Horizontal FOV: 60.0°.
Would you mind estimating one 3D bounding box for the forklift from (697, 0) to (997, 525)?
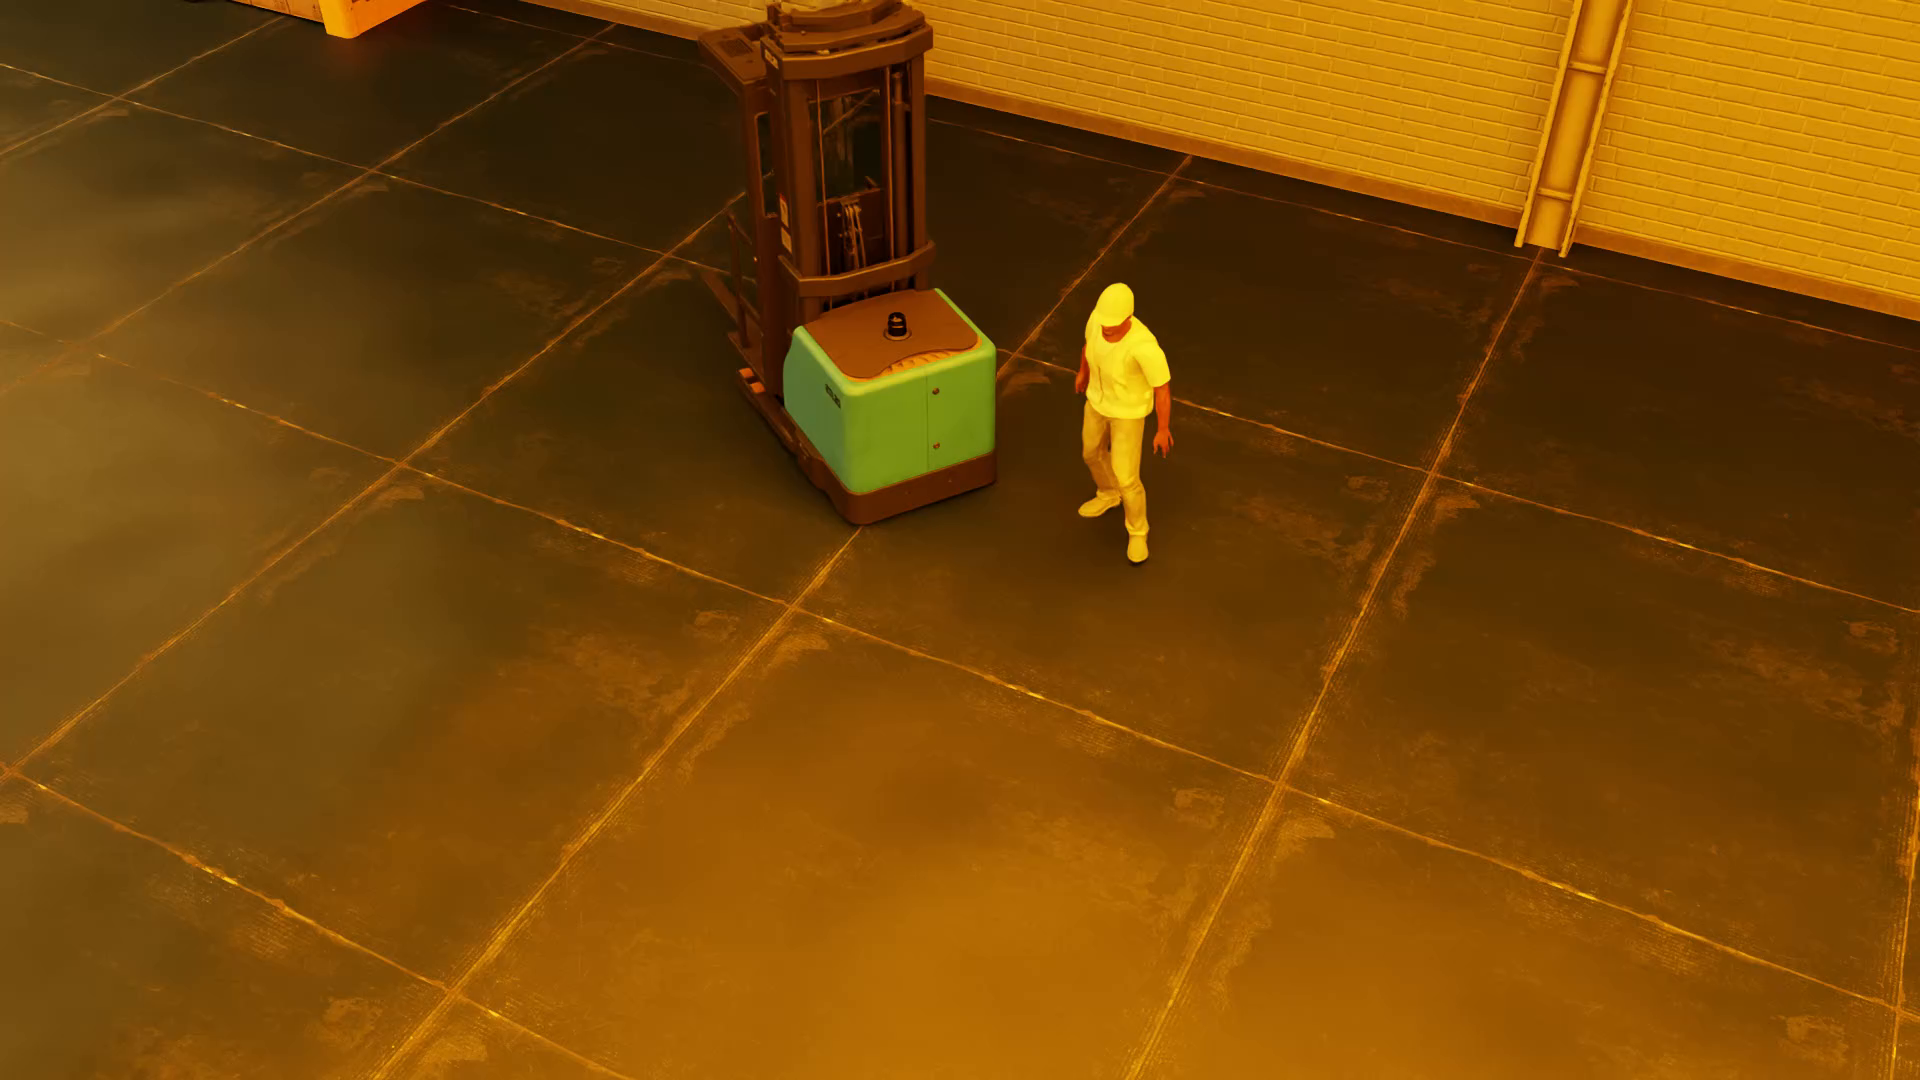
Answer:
[{"bbox_3d":[-0.899,-2.155,10.545,1.130,2.935,3.031,-19,44,-21],"label":"forklift"}]

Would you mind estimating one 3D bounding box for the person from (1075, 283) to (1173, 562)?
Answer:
[{"bbox_3d":[0.916,-0.777,9.843,0.449,1.733,0.875,-27,47,-29],"label":"person"}]
